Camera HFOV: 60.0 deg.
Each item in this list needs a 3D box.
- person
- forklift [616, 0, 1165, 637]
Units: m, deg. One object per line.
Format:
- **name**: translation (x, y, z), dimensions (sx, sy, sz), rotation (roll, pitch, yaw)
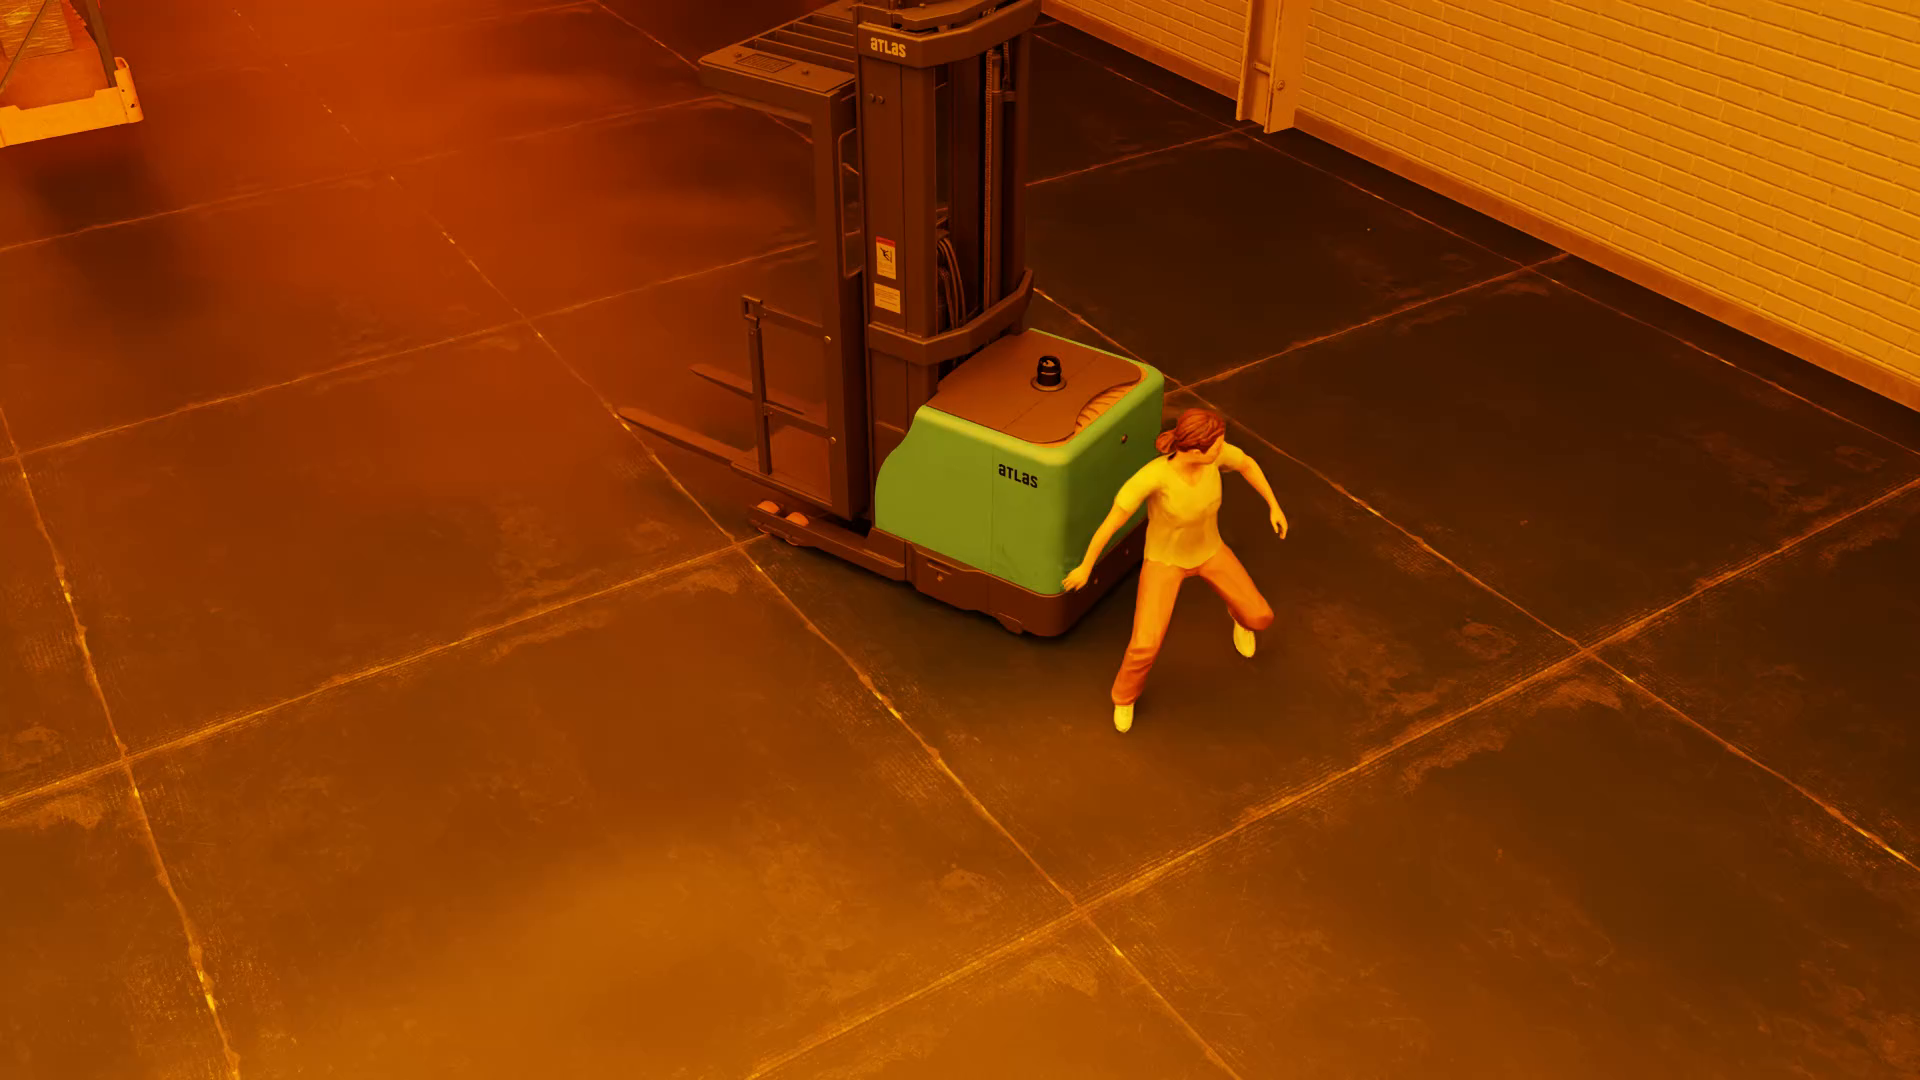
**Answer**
- **person**: translation (0.954, 0.085, 7.291), dimensions (1.039, 1.553, 0.501), rotation (-12, 37, -16)
- **forklift**: translation (-0.500, -1.399, 8.138), dimensions (3.031, 2.935, 1.130), rotation (22, 41, 28)
